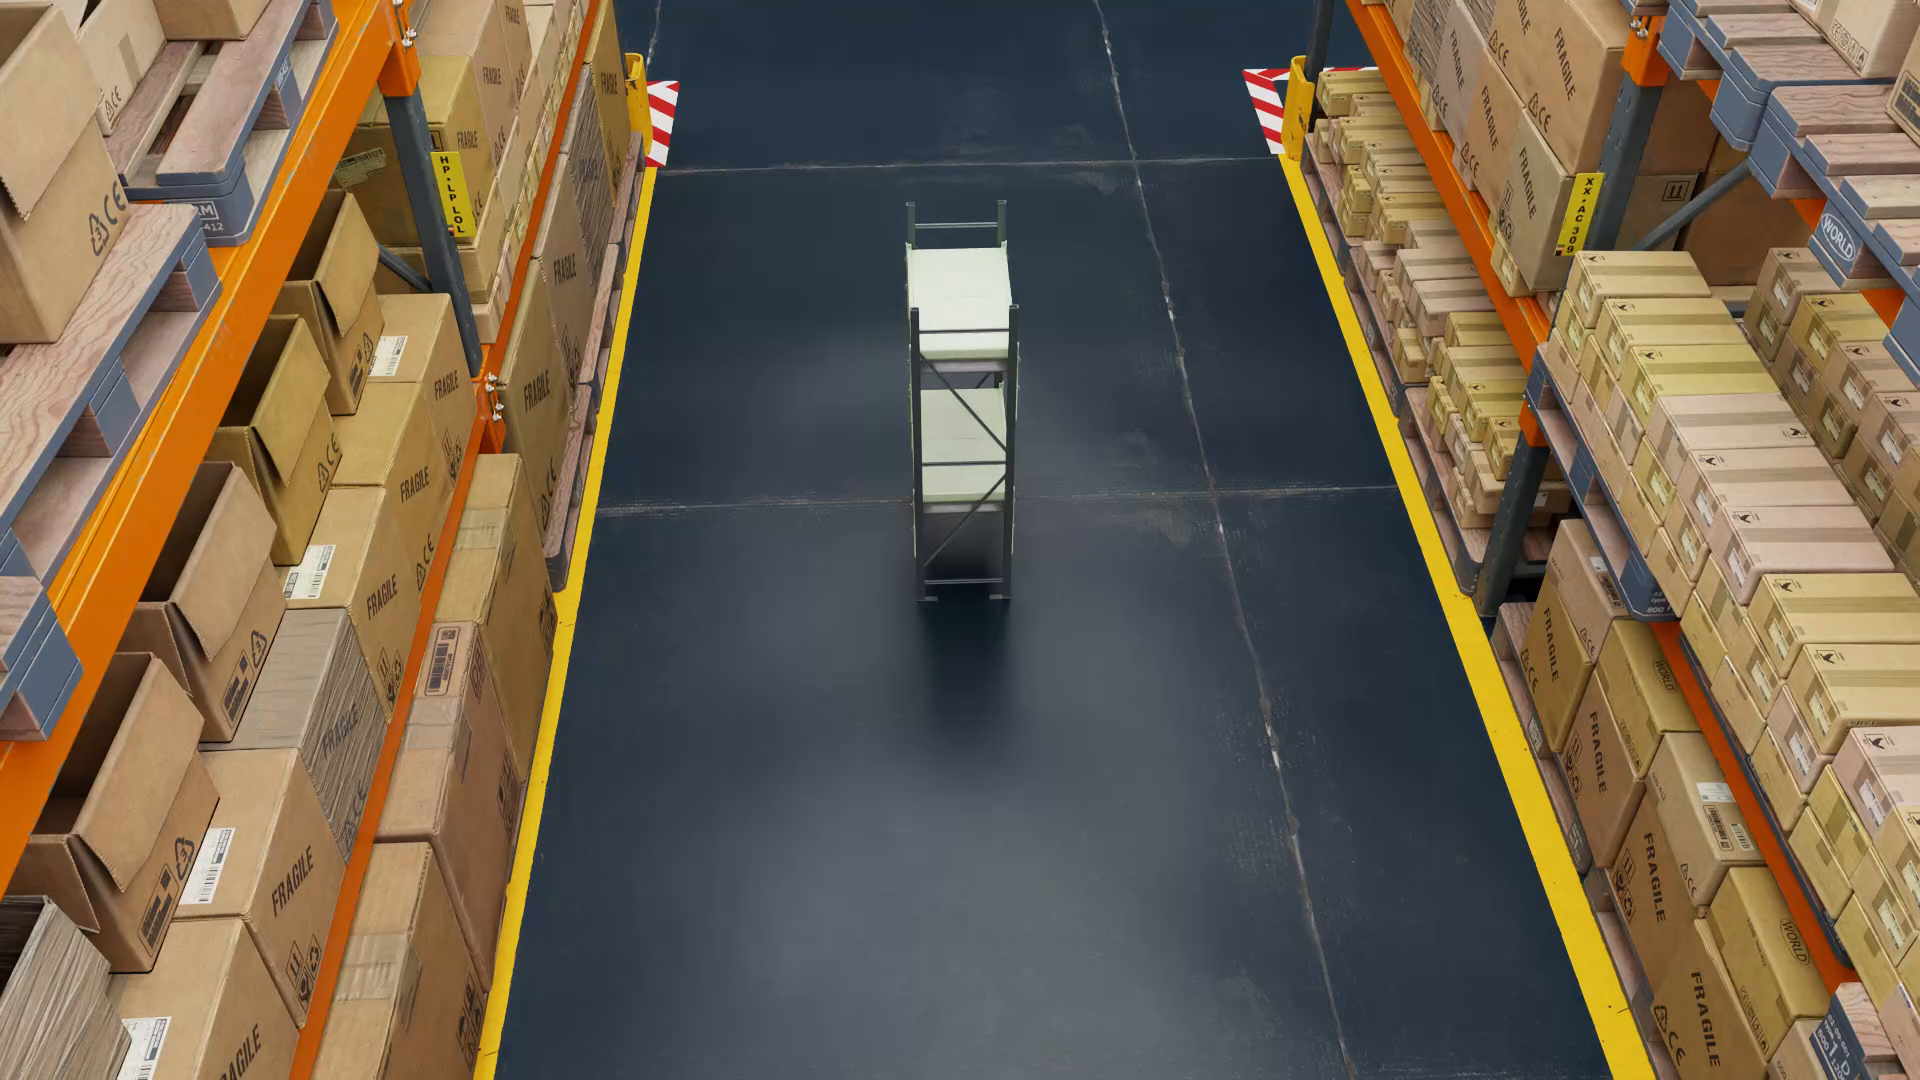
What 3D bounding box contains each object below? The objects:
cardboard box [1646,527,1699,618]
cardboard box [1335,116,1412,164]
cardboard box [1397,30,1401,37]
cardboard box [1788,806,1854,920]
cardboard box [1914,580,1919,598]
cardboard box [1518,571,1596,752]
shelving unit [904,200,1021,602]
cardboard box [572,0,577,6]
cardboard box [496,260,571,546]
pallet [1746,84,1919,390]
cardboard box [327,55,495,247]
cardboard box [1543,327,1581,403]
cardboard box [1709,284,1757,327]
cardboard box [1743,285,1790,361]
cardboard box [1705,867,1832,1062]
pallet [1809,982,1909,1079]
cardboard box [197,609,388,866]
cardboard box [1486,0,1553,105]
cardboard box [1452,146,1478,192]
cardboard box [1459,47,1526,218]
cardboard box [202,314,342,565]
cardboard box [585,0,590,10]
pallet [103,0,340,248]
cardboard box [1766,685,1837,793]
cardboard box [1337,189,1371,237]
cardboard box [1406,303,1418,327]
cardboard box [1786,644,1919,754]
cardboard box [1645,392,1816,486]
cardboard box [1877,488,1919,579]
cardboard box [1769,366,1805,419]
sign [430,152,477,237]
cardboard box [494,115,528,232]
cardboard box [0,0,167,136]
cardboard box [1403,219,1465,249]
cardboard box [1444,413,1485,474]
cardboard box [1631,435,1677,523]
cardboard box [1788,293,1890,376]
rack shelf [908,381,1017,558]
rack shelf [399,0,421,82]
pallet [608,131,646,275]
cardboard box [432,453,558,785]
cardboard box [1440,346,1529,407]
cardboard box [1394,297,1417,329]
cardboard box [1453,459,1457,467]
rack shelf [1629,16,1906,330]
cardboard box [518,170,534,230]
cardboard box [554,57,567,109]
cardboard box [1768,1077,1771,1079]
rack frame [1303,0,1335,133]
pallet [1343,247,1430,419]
[{"bbox_3d":[2.295,0.085,4.962,0.380,0.149,0.250,-3,43,-4],"label":"cardboard box"},{"bbox_3d":[2.220,-2.132,8.865,0.380,0.149,0.250,-2,43,-2],"label":"cardboard box"},{"bbox_3d":[2.354,-2.500,8.093,0.380,0.149,0.250,-2,43,-2],"label":"cardboard box"},{"bbox_3d":[2.342,0.798,4.184,0.380,0.149,0.250,-3,43,-4],"label":"cardboard box"},{"bbox_3d":[2.966,0.251,4.781,0.380,0.149,0.250,0,43,0],"label":"cardboard box"},{"bbox_3d":[2.459,0.444,6.234,0.500,0.500,0.500,0,43,0],"label":"cardboard box"},{"bbox_3d":[0.000,-0.548,6.888,0.431,1.500,0.755,-2,43,-2],"label":"shelving unit"},{"bbox_3d":[-2.131,-2.847,8.177,0.500,0.250,0.500,-2,43,-3],"label":"cardboard box"},{"bbox_3d":[-2.215,-0.574,7.068,0.875,0.875,0.875,-2,43,-2],"label":"cardboard box"},{"bbox_3d":[2.659,-0.745,3.912,1.213,0.211,1.003,-2,43,-2],"label":"pallet"},{"bbox_3d":[-2.032,-1.416,6.061,0.500,0.500,0.500,-2,43,-2],"label":"cardboard box"},{"bbox_3d":[2.250,-0.612,5.722,0.380,0.149,0.250,-4,43,-4],"label":"cardboard box"},{"bbox_3d":[3.007,-0.937,6.388,0.380,0.149,0.250,0,43,0],"label":"cardboard box"},{"bbox_3d":[2.907,-0.738,5.640,0.380,0.149,0.250,0,43,0],"label":"cardboard box"},{"bbox_3d":[2.533,1.223,4.829,0.500,0.250,0.500,-1,43,-1],"label":"cardboard box"},{"bbox_3d":[2.726,1.464,3.724,1.213,0.211,1.003,-2,43,-2],"label":"pallet"},{"bbox_3d":[-1.915,0.542,4.515,0.500,0.500,0.500,-1,43,-2],"label":"cardboard box"},{"bbox_3d":[2.375,-2.002,6.330,0.500,0.500,0.500,-3,43,-3],"label":"cardboard box"},{"bbox_3d":[2.347,-1.632,7.147,0.380,0.149,0.250,-3,43,-4],"label":"cardboard box"},{"bbox_3d":[2.369,-1.644,6.680,0.500,0.500,0.500,-3,43,-3],"label":"cardboard box"},{"bbox_3d":[-2.214,-0.267,4.654,0.797,0.503,0.637,-1,43,-1],"label":"cardboard box"},{"bbox_3d":[-2.071,-2.786,8.405,0.380,0.149,0.250,-2,43,-2],"label":"cardboard box"},{"bbox_3d":[-2.179,-1.172,4.380,0.805,0.209,1.217,-3,43,-4],"label":"pallet"},{"bbox_3d":[2.329,0.509,4.280,0.380,0.149,0.250,-1,43,-1],"label":"cardboard box"},{"bbox_3d":[2.237,-1.753,8.891,0.380,0.149,0.250,-1,43,-1],"label":"cardboard box"},{"bbox_3d":[2.374,-1.134,7.995,0.380,0.149,0.250,-4,43,-4],"label":"cardboard box"},{"bbox_3d":[2.331,0.399,4.179,0.380,0.149,0.250,0,43,0],"label":"cardboard box"},{"bbox_3d":[2.284,-0.301,4.943,0.380,0.149,0.250,-2,43,-2],"label":"cardboard box"},{"bbox_3d":[2.952,-0.032,4.870,0.380,0.149,0.250,-4,43,-4],"label":"cardboard box"},{"bbox_3d":[2.919,-0.453,5.549,0.380,0.149,0.250,-1,43,-2],"label":"cardboard box"},{"bbox_3d":[-1.726,-1.174,5.663,0.100,0.325,0.005,-2,43,-2],"label":"sign"},{"bbox_3d":[-2.042,-1.470,6.674,0.500,0.250,0.500,-2,43,-2],"label":"cardboard box"},{"bbox_3d":[-2.311,-1.239,4.067,0.500,0.311,0.500,-3,43,-3],"label":"cardboard box"},{"bbox_3d":[2.387,-1.434,8.103,0.380,0.149,0.250,-2,43,-2],"label":"cardboard box"},{"bbox_3d":[2.338,-0.428,7.226,0.380,0.149,0.250,-4,43,-4],"label":"cardboard box"},{"bbox_3d":[2.286,-0.197,5.049,0.380,0.149,0.250,-3,43,-4],"label":"cardboard box"},{"bbox_3d":[2.917,-0.663,5.338,0.380,0.149,0.250,-3,43,-3],"label":"cardboard box"},{"bbox_3d":[0.000,-0.308,7.108,0.431,0.370,0.720,-2,43,-2],"label":"rack shelf"},{"bbox_3d":[-2.352,-2.945,6.706,1.077,0.370,4.000,-2,43,-2],"label":"rack shelf"},{"bbox_3d":[-2.325,-1.889,9.305,1.003,0.211,1.213,-2,43,-2],"label":"pallet"},{"bbox_3d":[-2.220,0.305,6.108,1.225,0.875,0.875,-2,43,-2],"label":"cardboard box"},{"bbox_3d":[2.349,-0.724,7.328,0.380,0.149,0.250,-2,43,-2],"label":"cardboard box"},{"bbox_3d":[2.347,-1.064,8.140,0.380,0.149,0.250,-1,43,-1],"label":"cardboard box"},{"bbox_3d":[2.408,-0.365,7.377,0.380,0.149,0.250,-1,43,-1],"label":"cardboard box"},{"bbox_3d":[2.777,-0.319,3.840,1.077,0.370,4.000,-2,43,-2],"label":"rack shelf"},{"bbox_3d":[-1.983,-1.404,6.897,0.380,0.149,0.250,-3,43,-3],"label":"cardboard box"},{"bbox_3d":[-2.028,-2.099,7.656,0.380,0.149,0.250,-1,43,-1],"label":"cardboard box"},{"bbox_3d":[2.555,1.851,4.700,0.500,0.500,0.500,0,43,0],"label":"cardboard box"},{"bbox_3d":[2.523,-3.529,9.030,1.000,3.000,0.127,-2,43,-2],"label":"rack frame"},{"bbox_3d":[2.574,-1.079,8.420,1.003,0.211,1.213,-2,43,-2],"label":"pallet"}]
